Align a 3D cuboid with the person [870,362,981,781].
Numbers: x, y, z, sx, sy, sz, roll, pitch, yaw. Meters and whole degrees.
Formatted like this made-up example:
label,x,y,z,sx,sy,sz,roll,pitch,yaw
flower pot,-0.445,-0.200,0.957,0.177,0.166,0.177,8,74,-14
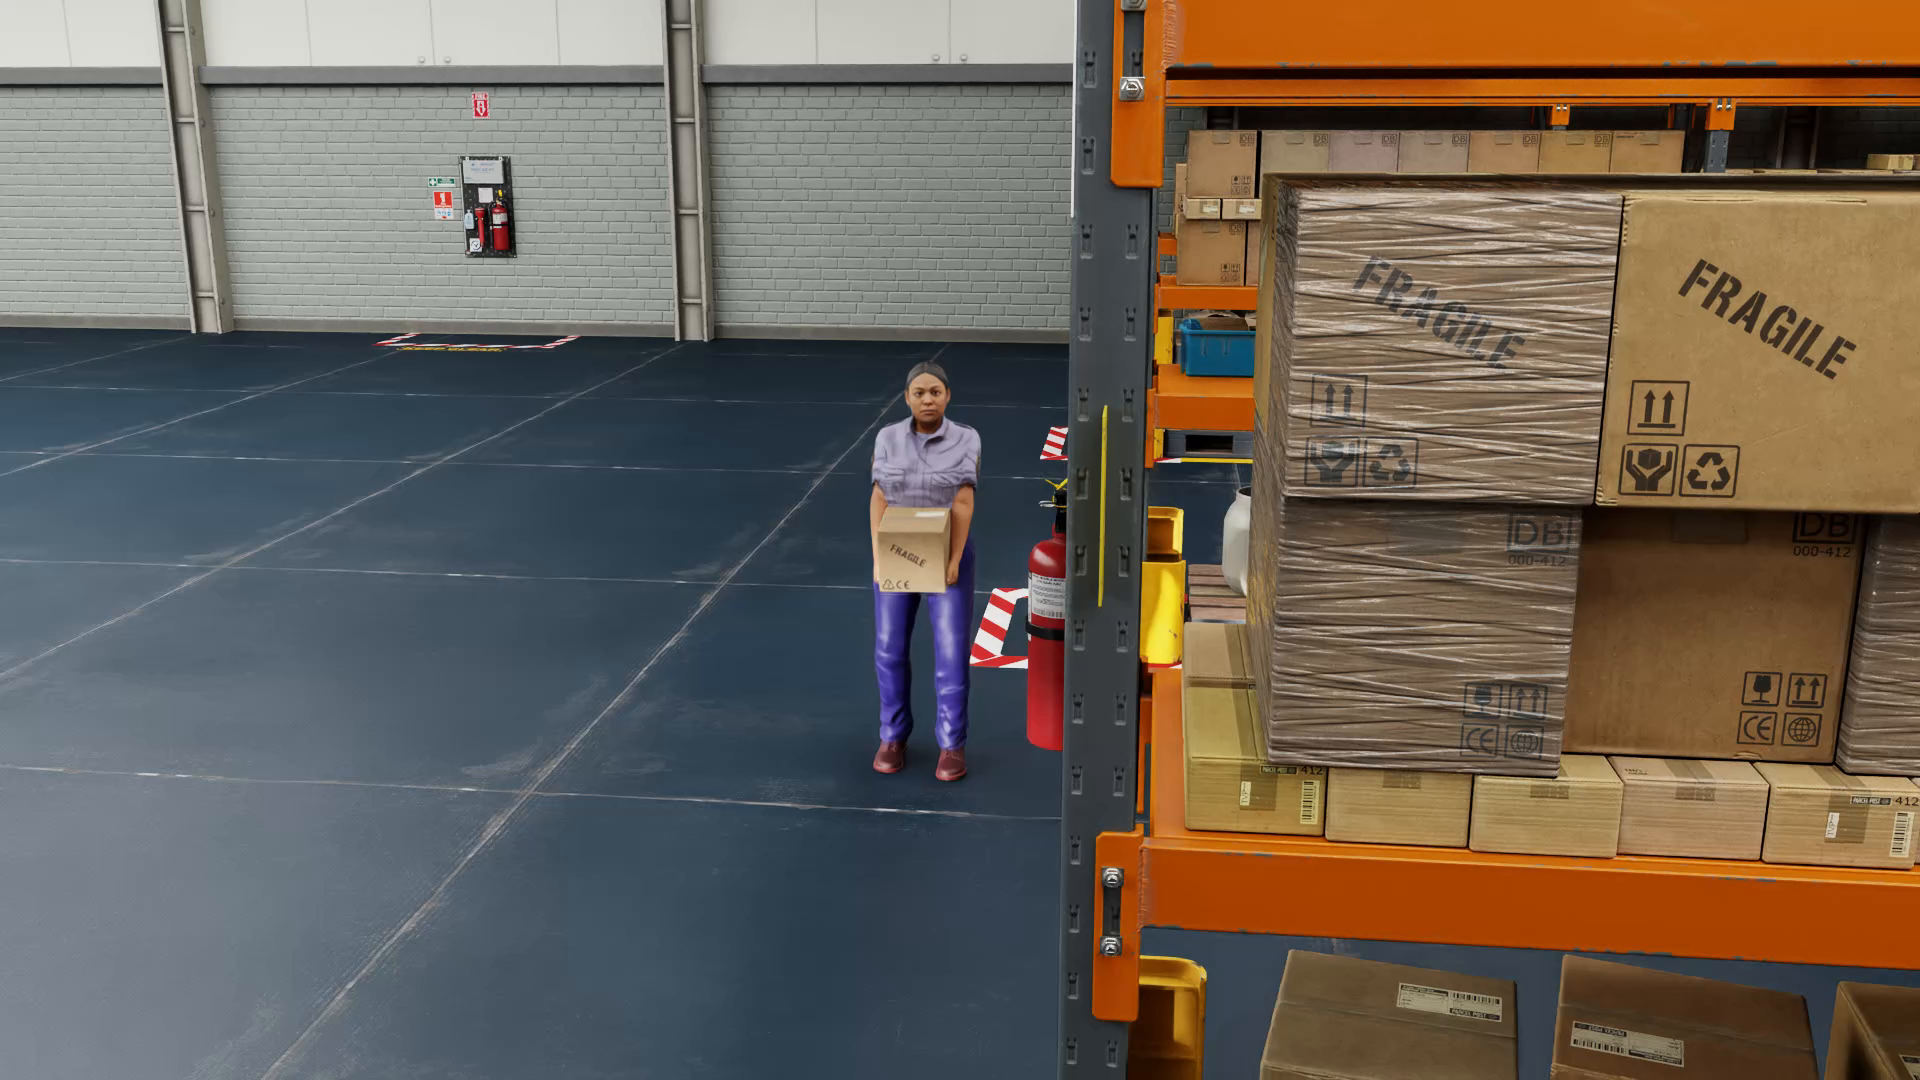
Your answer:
label,x,y,z,sx,sy,sz,roll,pitch,yaw
person,-0.142,0.131,6.555,0.435,1.643,0.525,1,14,6
